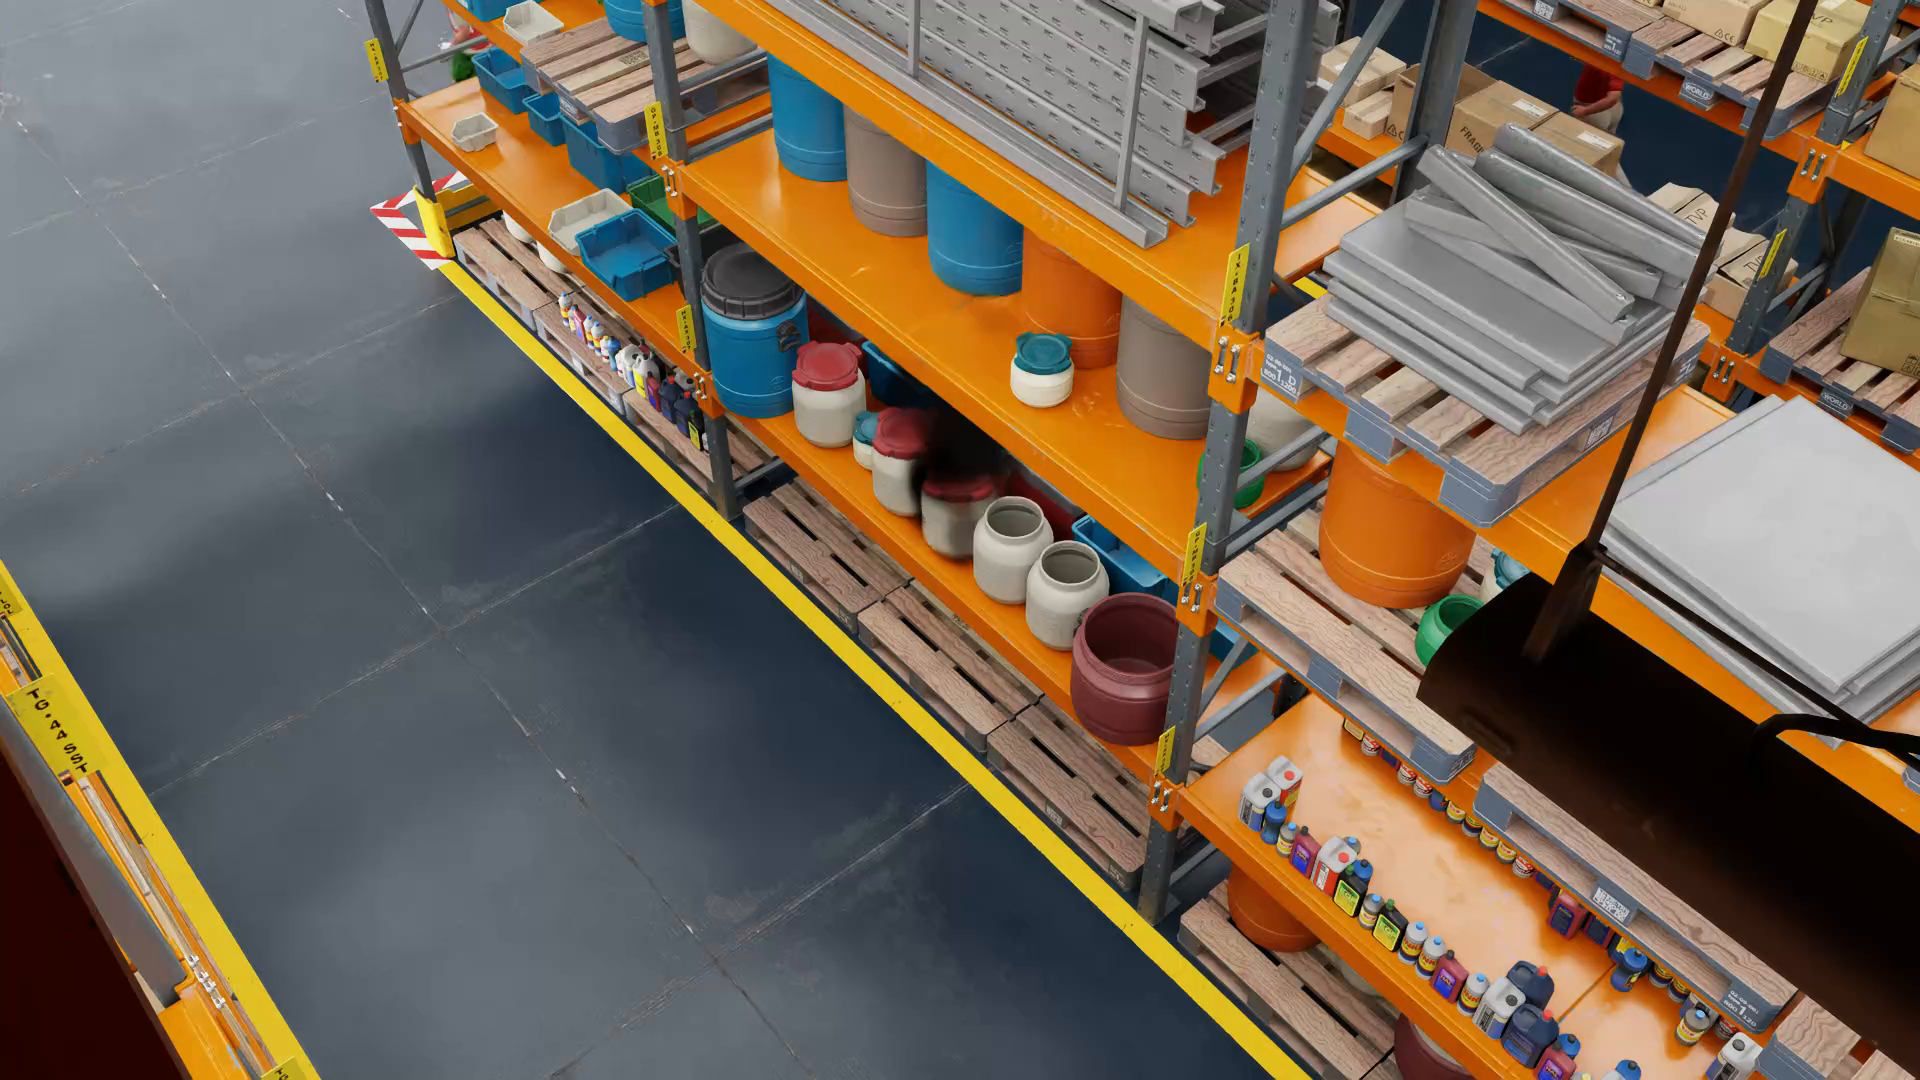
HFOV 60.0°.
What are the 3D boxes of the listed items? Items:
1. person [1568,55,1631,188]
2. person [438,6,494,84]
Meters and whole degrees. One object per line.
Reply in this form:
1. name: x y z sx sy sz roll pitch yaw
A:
1. person: 4.936 -3.300 12.905 0.667 1.706 0.983 -33 55 -27
2. person: -4.005 -4.131 13.724 0.542 1.733 0.717 11 47 10
